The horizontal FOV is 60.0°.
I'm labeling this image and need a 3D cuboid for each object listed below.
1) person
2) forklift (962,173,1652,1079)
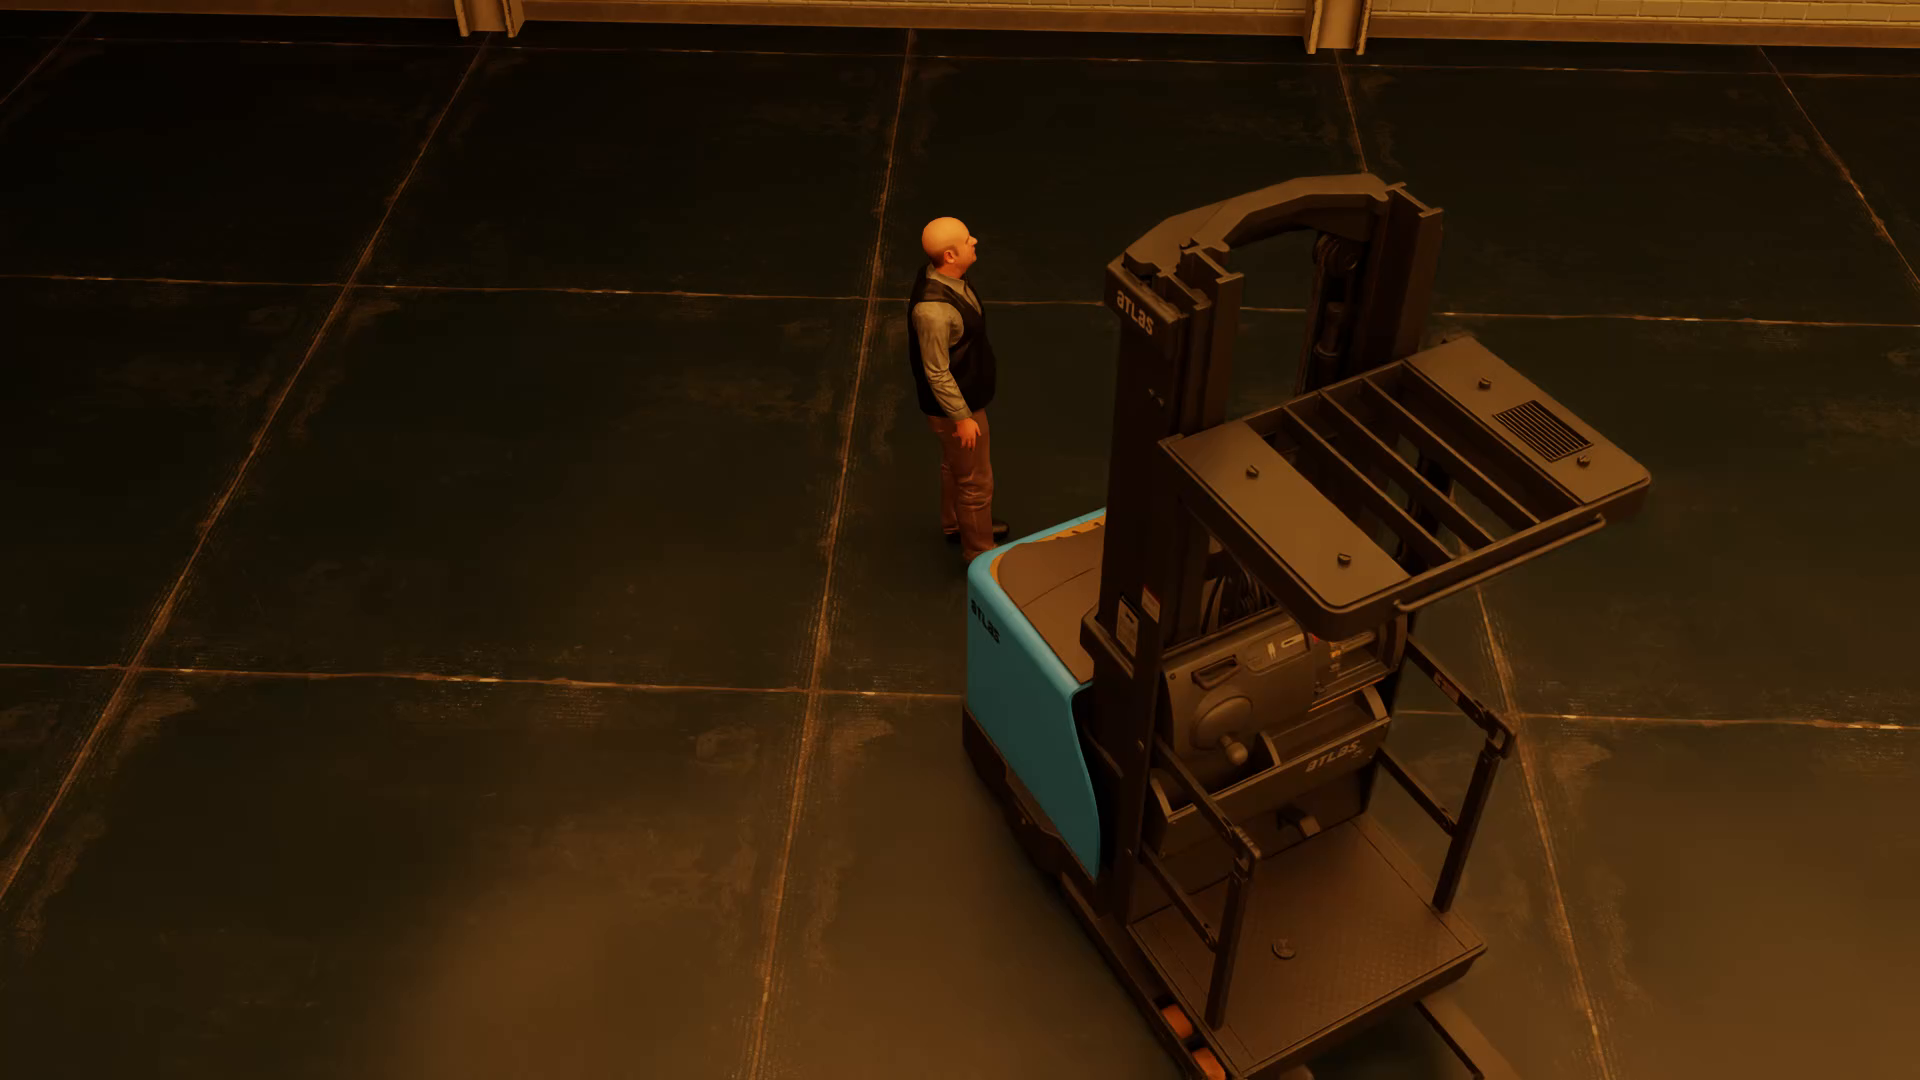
[{"bbox_3d":[0.063,-0.634,7.324,0.566,1.722,0.633,2,42,2],"label":"person"},{"bbox_3d":[1.158,0.496,5.199,1.130,2.935,3.031,-20,46,-21],"label":"forklift"}]
